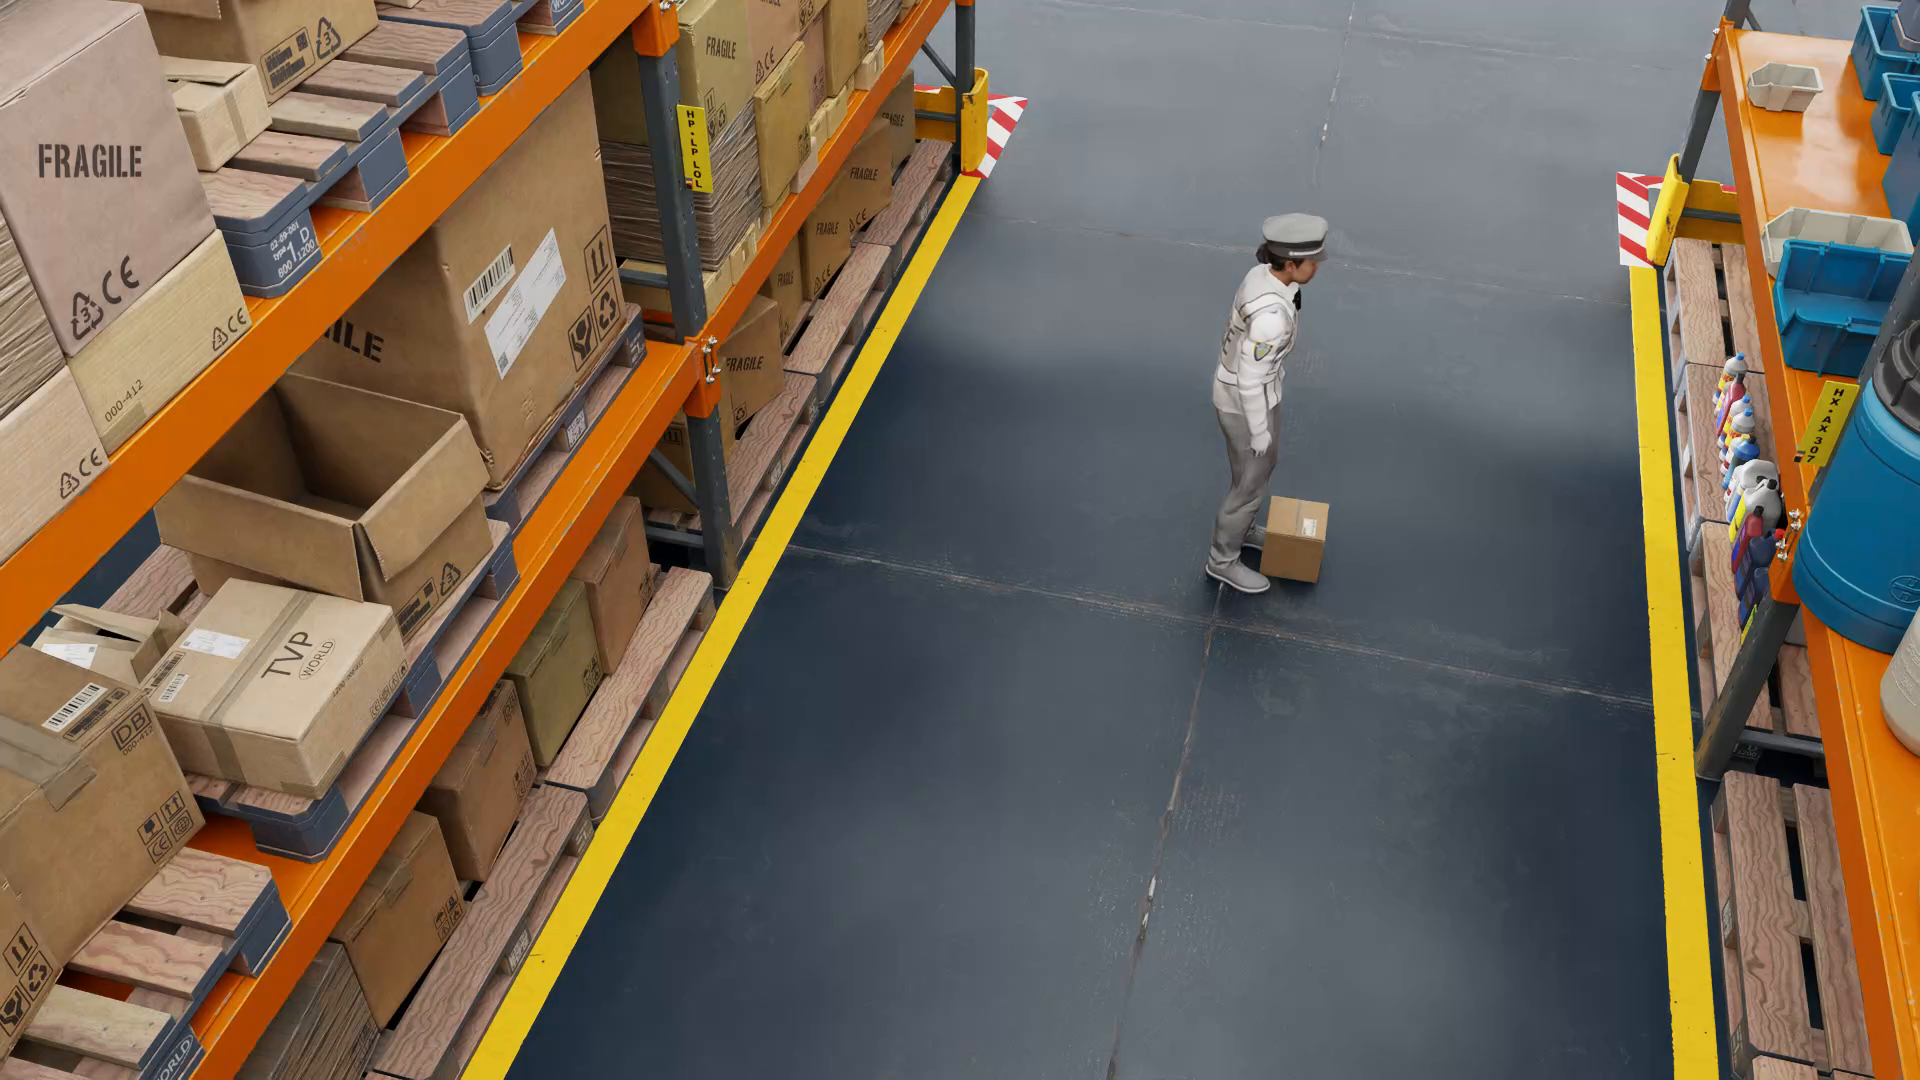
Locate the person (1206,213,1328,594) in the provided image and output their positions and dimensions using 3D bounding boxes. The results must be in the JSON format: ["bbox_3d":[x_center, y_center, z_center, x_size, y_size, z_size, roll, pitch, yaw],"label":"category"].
[{"bbox_3d":[1.234,-0.567,6.802,0.413,1.662,0.523,9,42,10],"label":"person"}]
